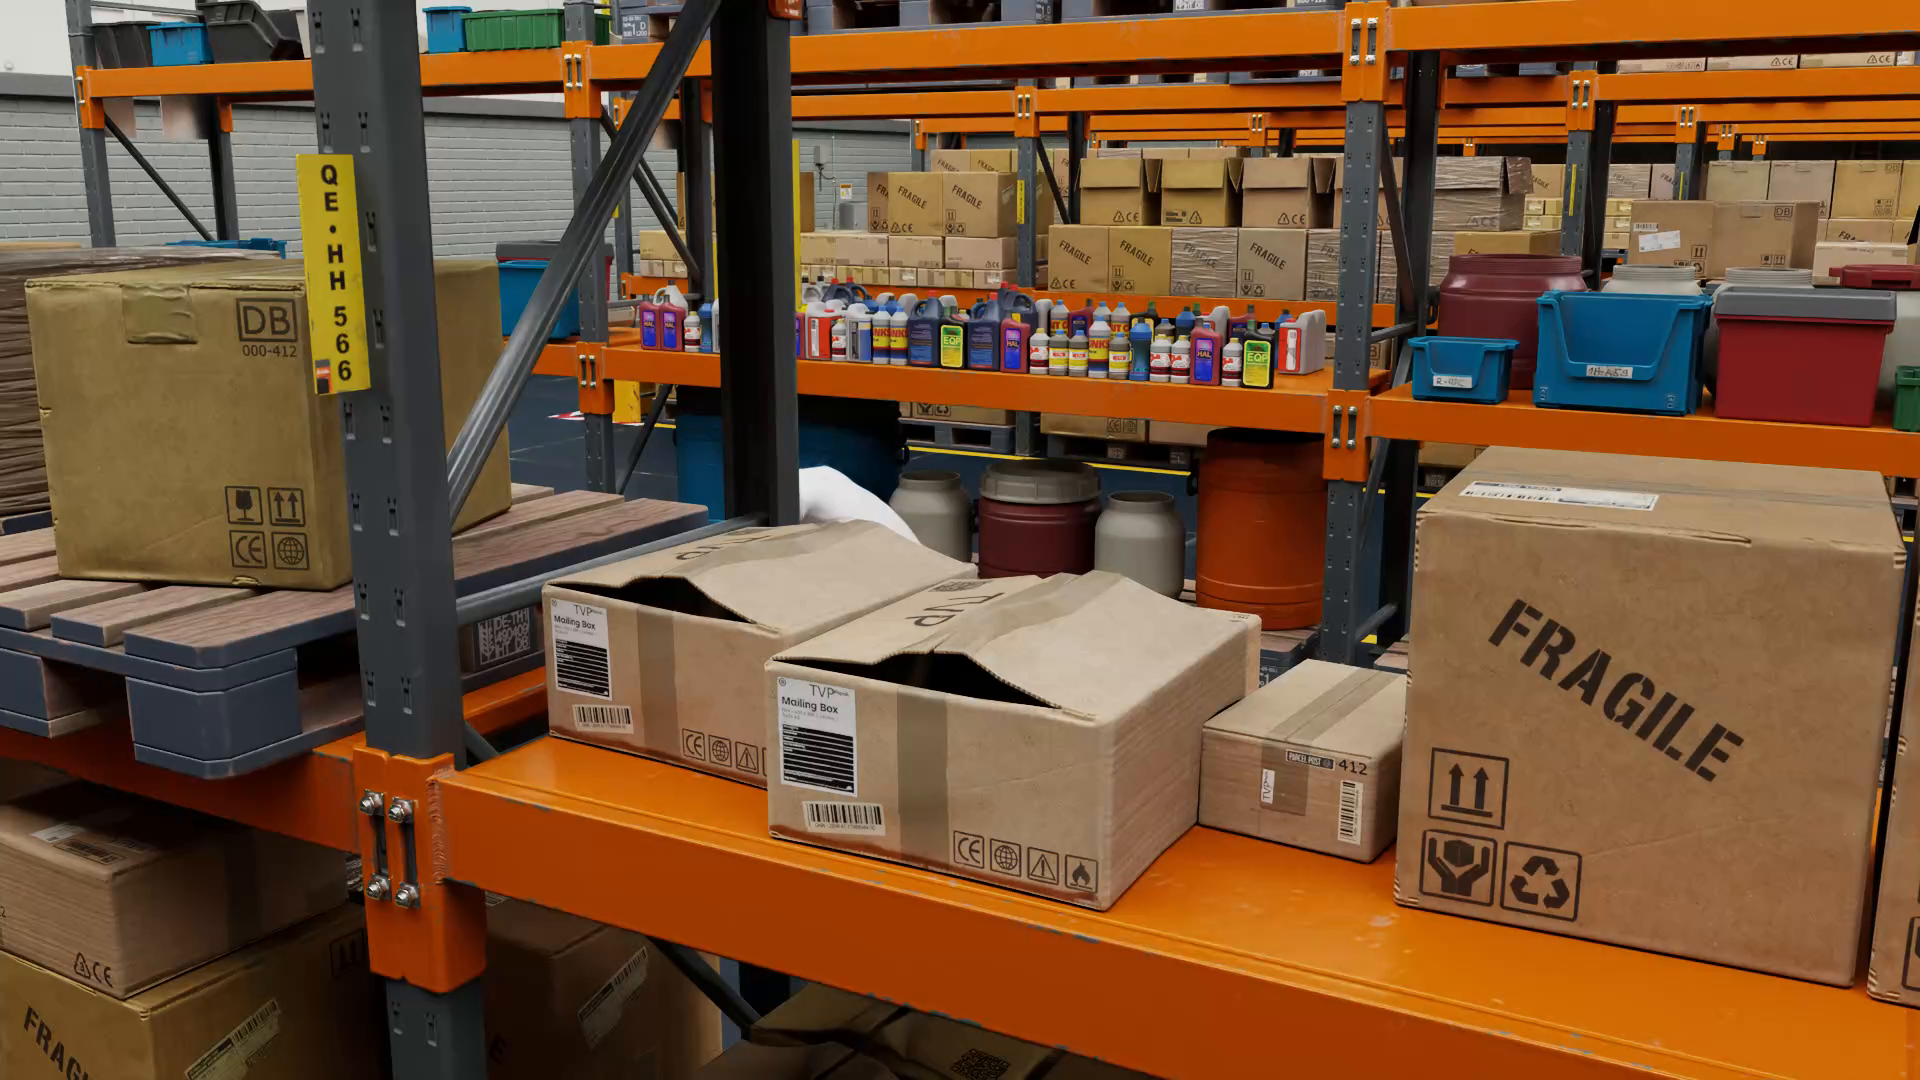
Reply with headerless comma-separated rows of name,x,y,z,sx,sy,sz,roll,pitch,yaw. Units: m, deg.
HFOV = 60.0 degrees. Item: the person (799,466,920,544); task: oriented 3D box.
person,-0.555,0.152,6.894,0.873,1.100,0.616,7,14,28
